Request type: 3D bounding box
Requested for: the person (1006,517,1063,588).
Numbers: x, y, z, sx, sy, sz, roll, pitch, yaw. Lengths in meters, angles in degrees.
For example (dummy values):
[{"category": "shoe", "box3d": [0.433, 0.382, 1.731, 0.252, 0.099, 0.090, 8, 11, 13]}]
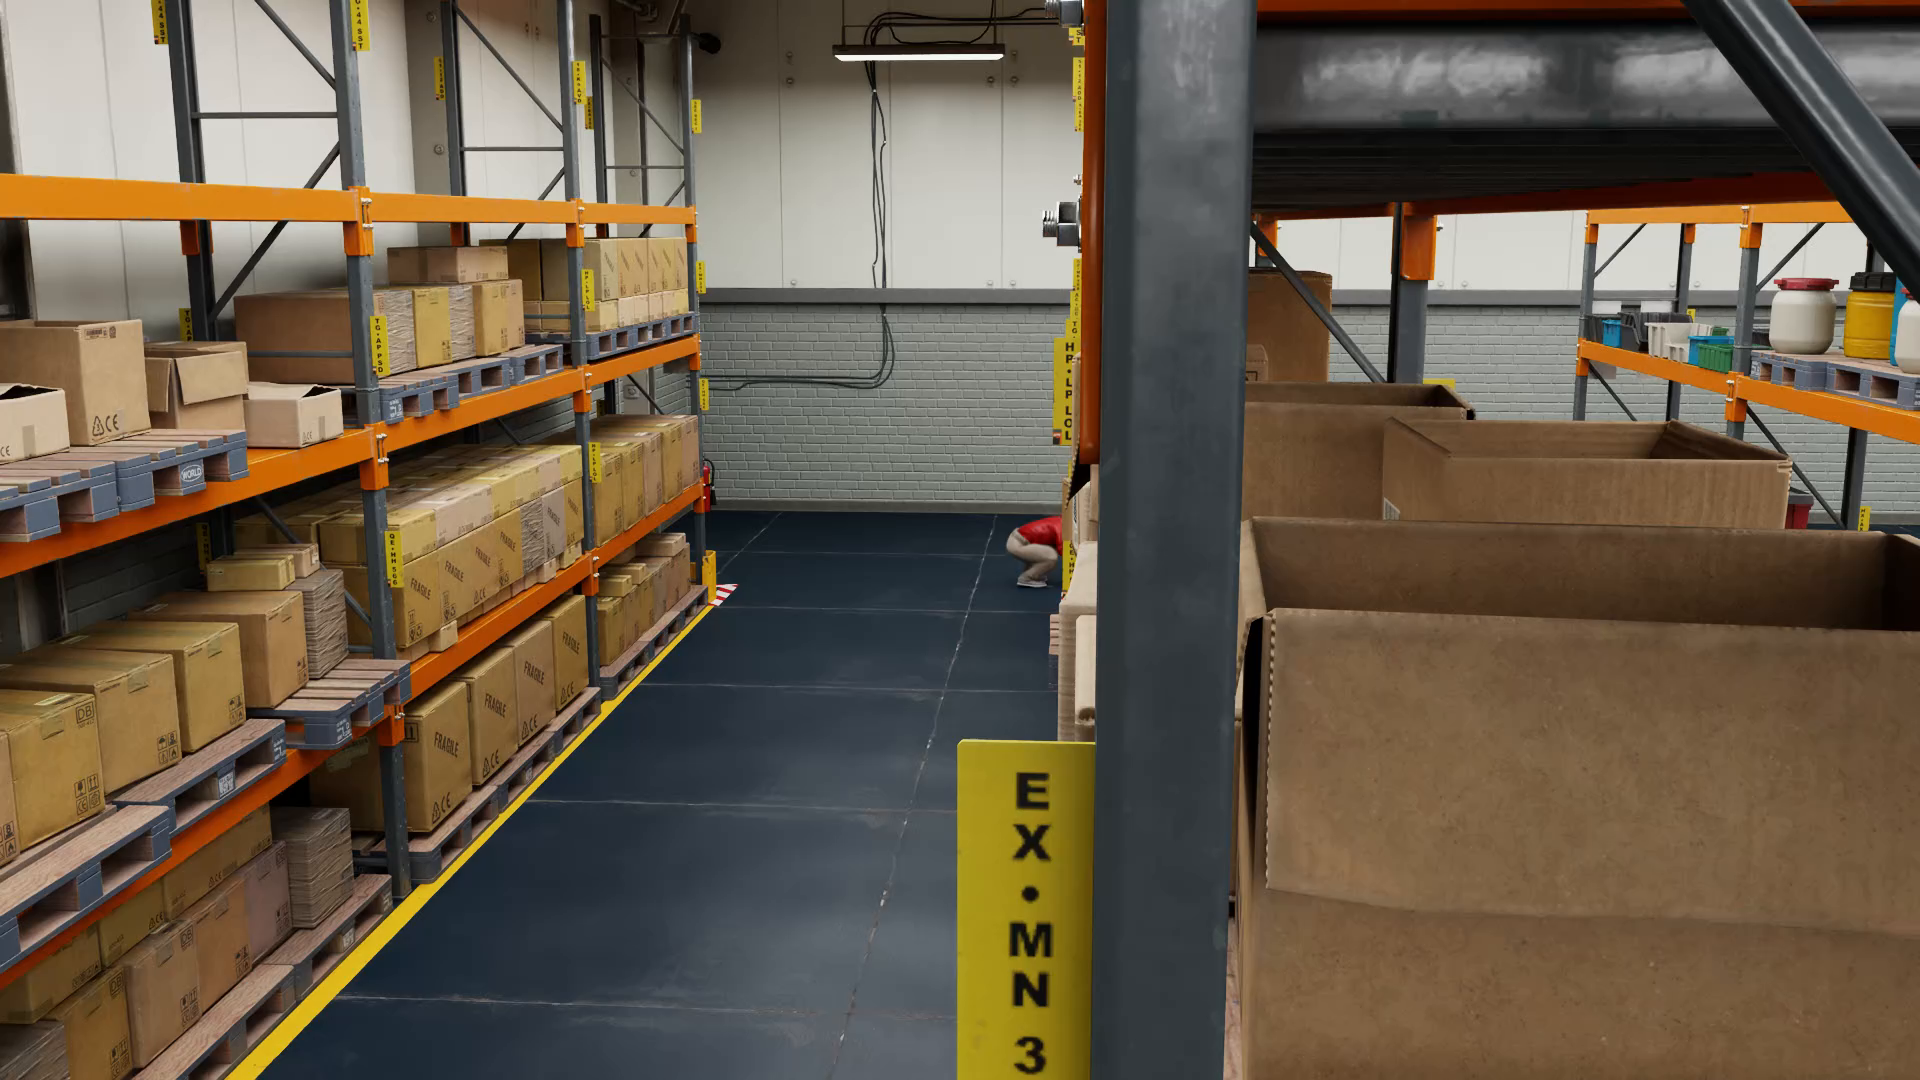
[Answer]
[{"category": "person", "box3d": [0.972, 0.138, 18.445, 0.922, 0.797, 0.530, 0, 11, 3]}]
